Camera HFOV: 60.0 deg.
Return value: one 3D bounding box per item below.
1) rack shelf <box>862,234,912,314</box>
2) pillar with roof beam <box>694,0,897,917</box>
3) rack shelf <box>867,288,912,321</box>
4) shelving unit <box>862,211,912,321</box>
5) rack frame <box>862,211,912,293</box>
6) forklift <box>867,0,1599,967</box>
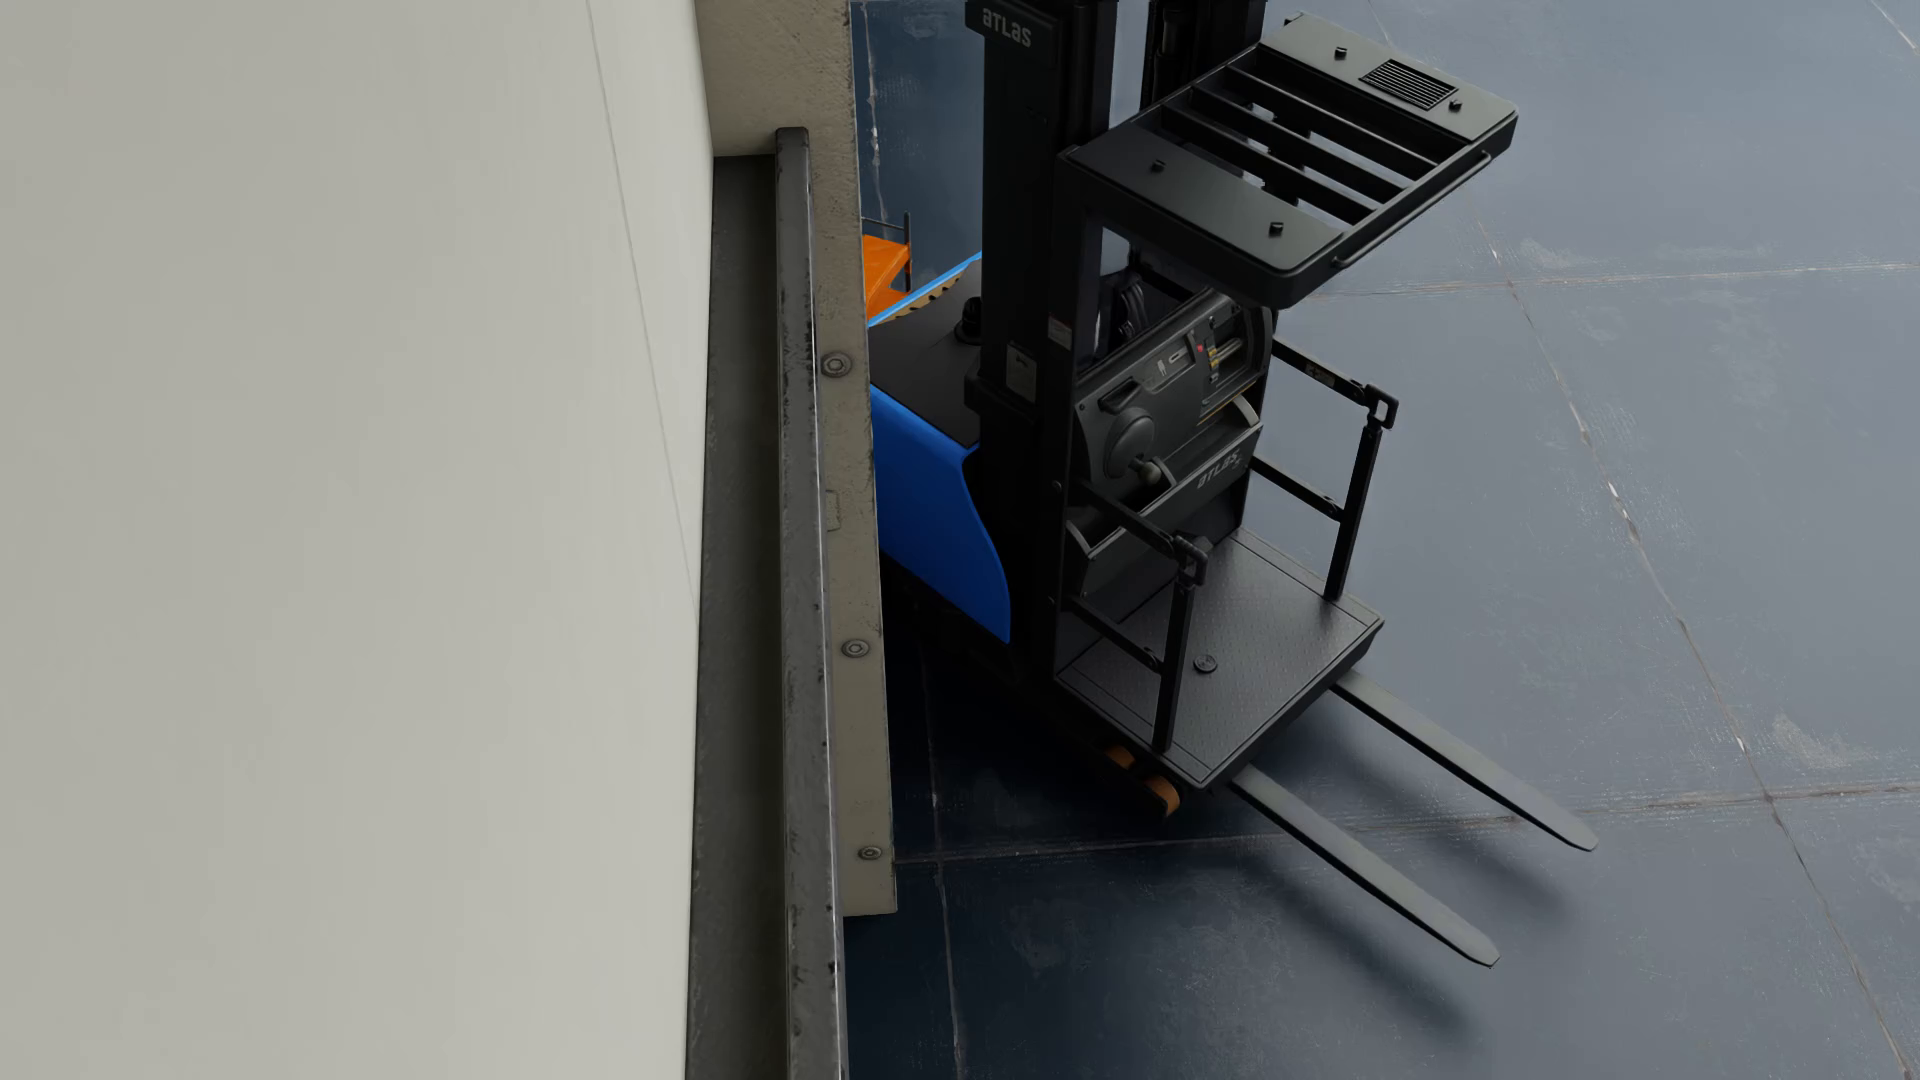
[{"bbox_3d":[-0.404,-0.992,6.458,0.258,0.148,0.480,18,49,16],"label":"rack shelf"},{"bbox_3d":[3.906,-2.218,2.789,9.100,9.000,0.400,-3,47,-3],"label":"pillar with roof beam"},{"bbox_3d":[-0.404,-0.829,6.630,0.258,0.148,0.480,18,49,16],"label":"rack shelf"},{"bbox_3d":[-0.404,-0.722,6.744,0.258,1.200,0.503,18,49,16],"label":"shelving unit"},{"bbox_3d":[-0.307,-0.884,6.898,0.240,1.200,0.015,18,49,16],"label":"rack frame"},{"bbox_3d":[0.854,-0.442,5.286,3.031,2.935,1.130,36,56,29],"label":"forklift"}]
